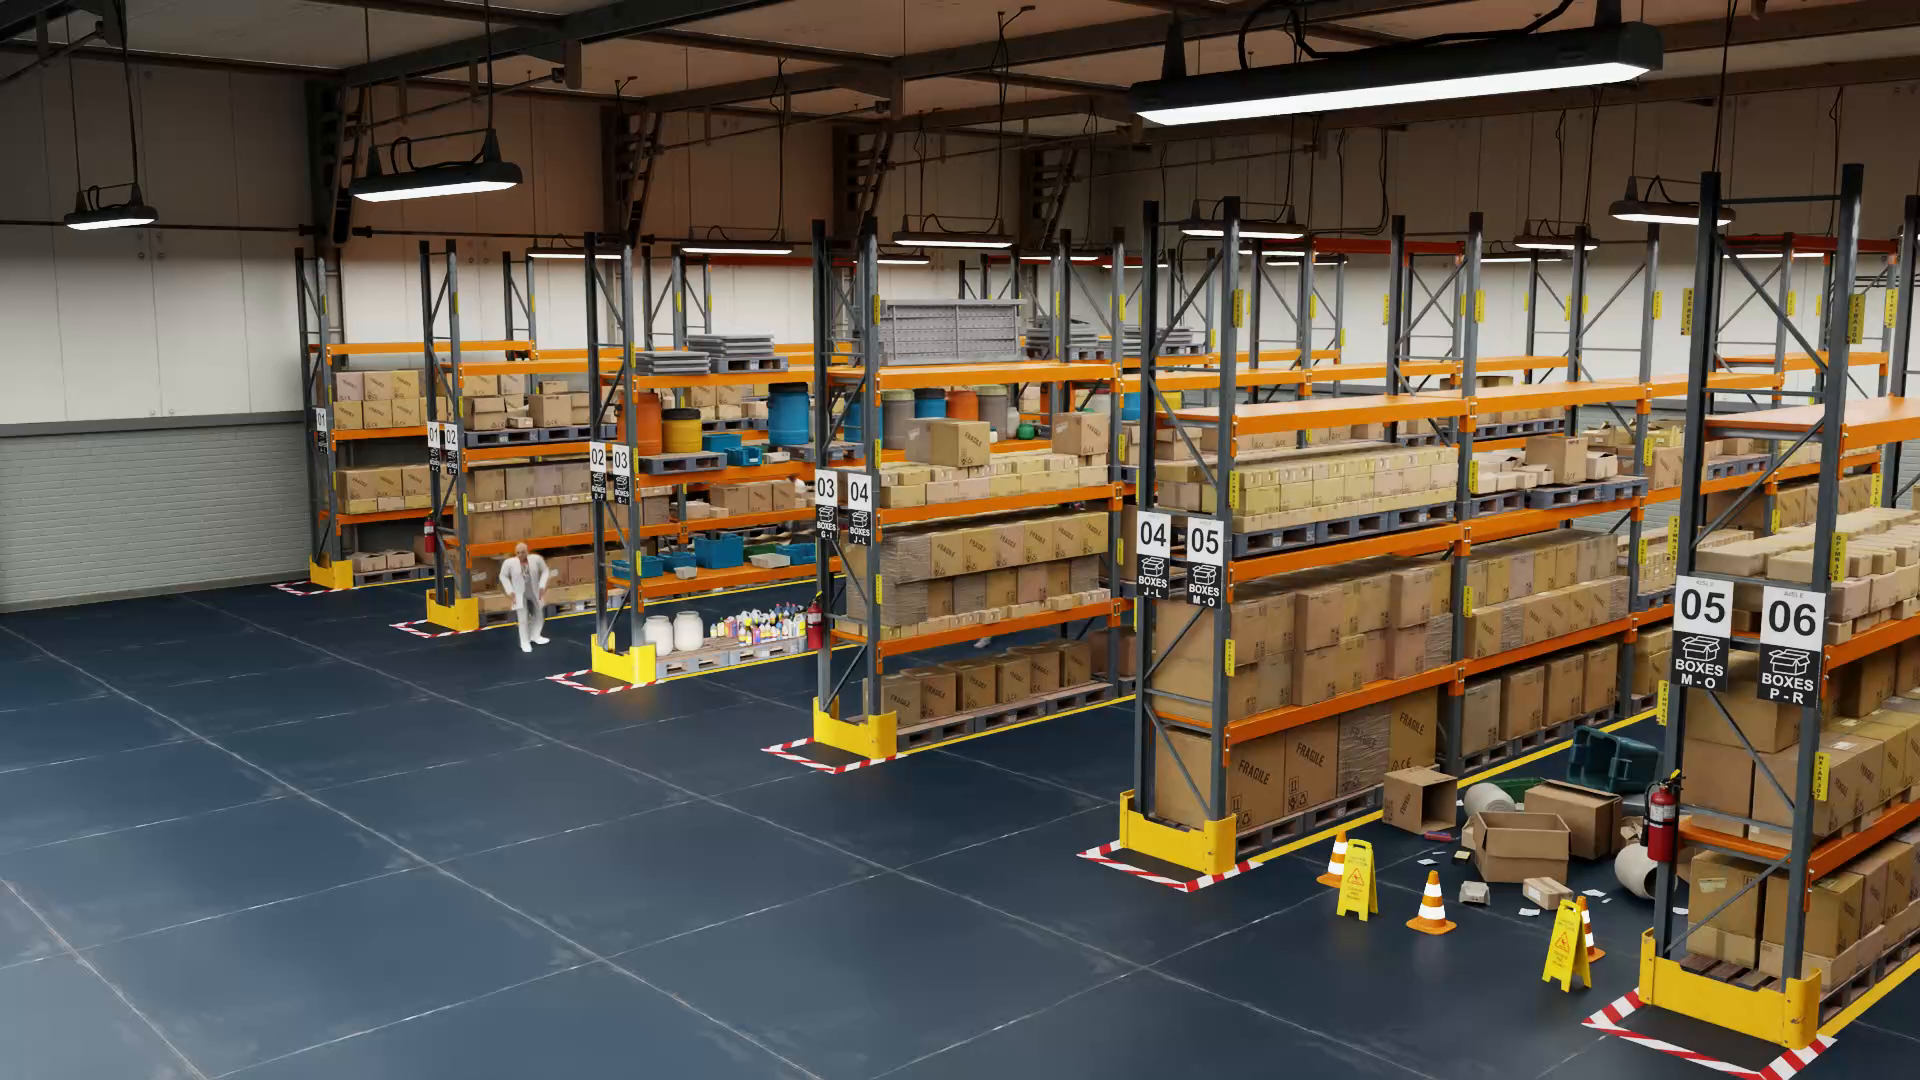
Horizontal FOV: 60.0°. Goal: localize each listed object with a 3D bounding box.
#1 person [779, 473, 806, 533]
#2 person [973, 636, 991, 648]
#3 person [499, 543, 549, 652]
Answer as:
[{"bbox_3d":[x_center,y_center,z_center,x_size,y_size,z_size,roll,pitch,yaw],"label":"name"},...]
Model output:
[{"bbox_3d":[-3.442,-0.660,33.920,0.679,1.725,0.558,5,10,33],"label":"person"},{"bbox_3d":[0.337,0.719,24.572,0.696,1.733,0.612,5,10,30],"label":"person"},{"bbox_3d":[-6.367,0.805,24.370,0.749,1.648,0.842,-5,10,-31],"label":"person"}]
